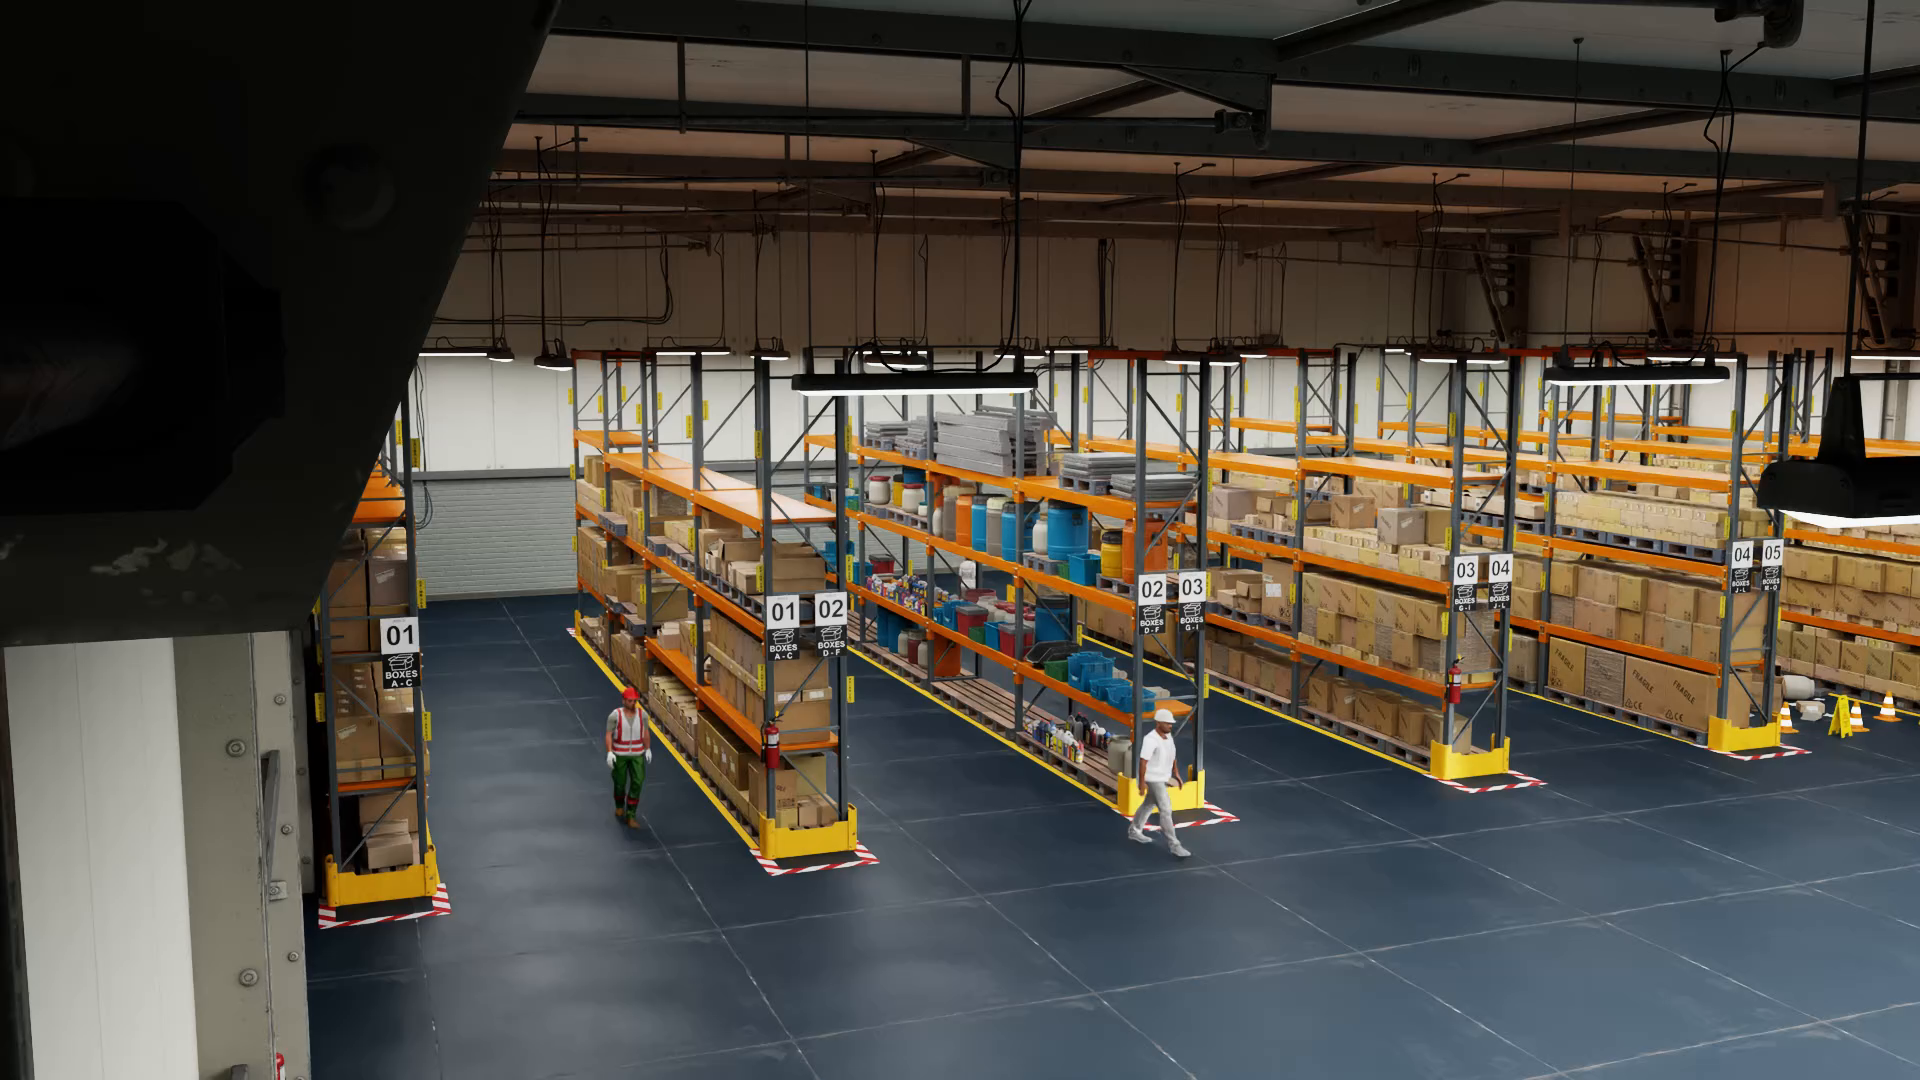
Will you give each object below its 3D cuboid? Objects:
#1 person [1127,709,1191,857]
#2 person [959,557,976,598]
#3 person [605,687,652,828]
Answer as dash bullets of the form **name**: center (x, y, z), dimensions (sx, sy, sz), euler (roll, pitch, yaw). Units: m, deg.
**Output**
- **person**: center (2.480, 2.924, 20.387), dimensions (0.950, 1.714, 0.593), euler (4, 8, 29)
- **person**: center (0.185, 1.048, 35.736), dimensions (0.478, 1.688, 0.452), euler (4, 8, 27)
- **person**: center (-4.286, 2.807, 21.564), dimensions (0.638, 1.815, 0.659), euler (-3, 8, -26)
